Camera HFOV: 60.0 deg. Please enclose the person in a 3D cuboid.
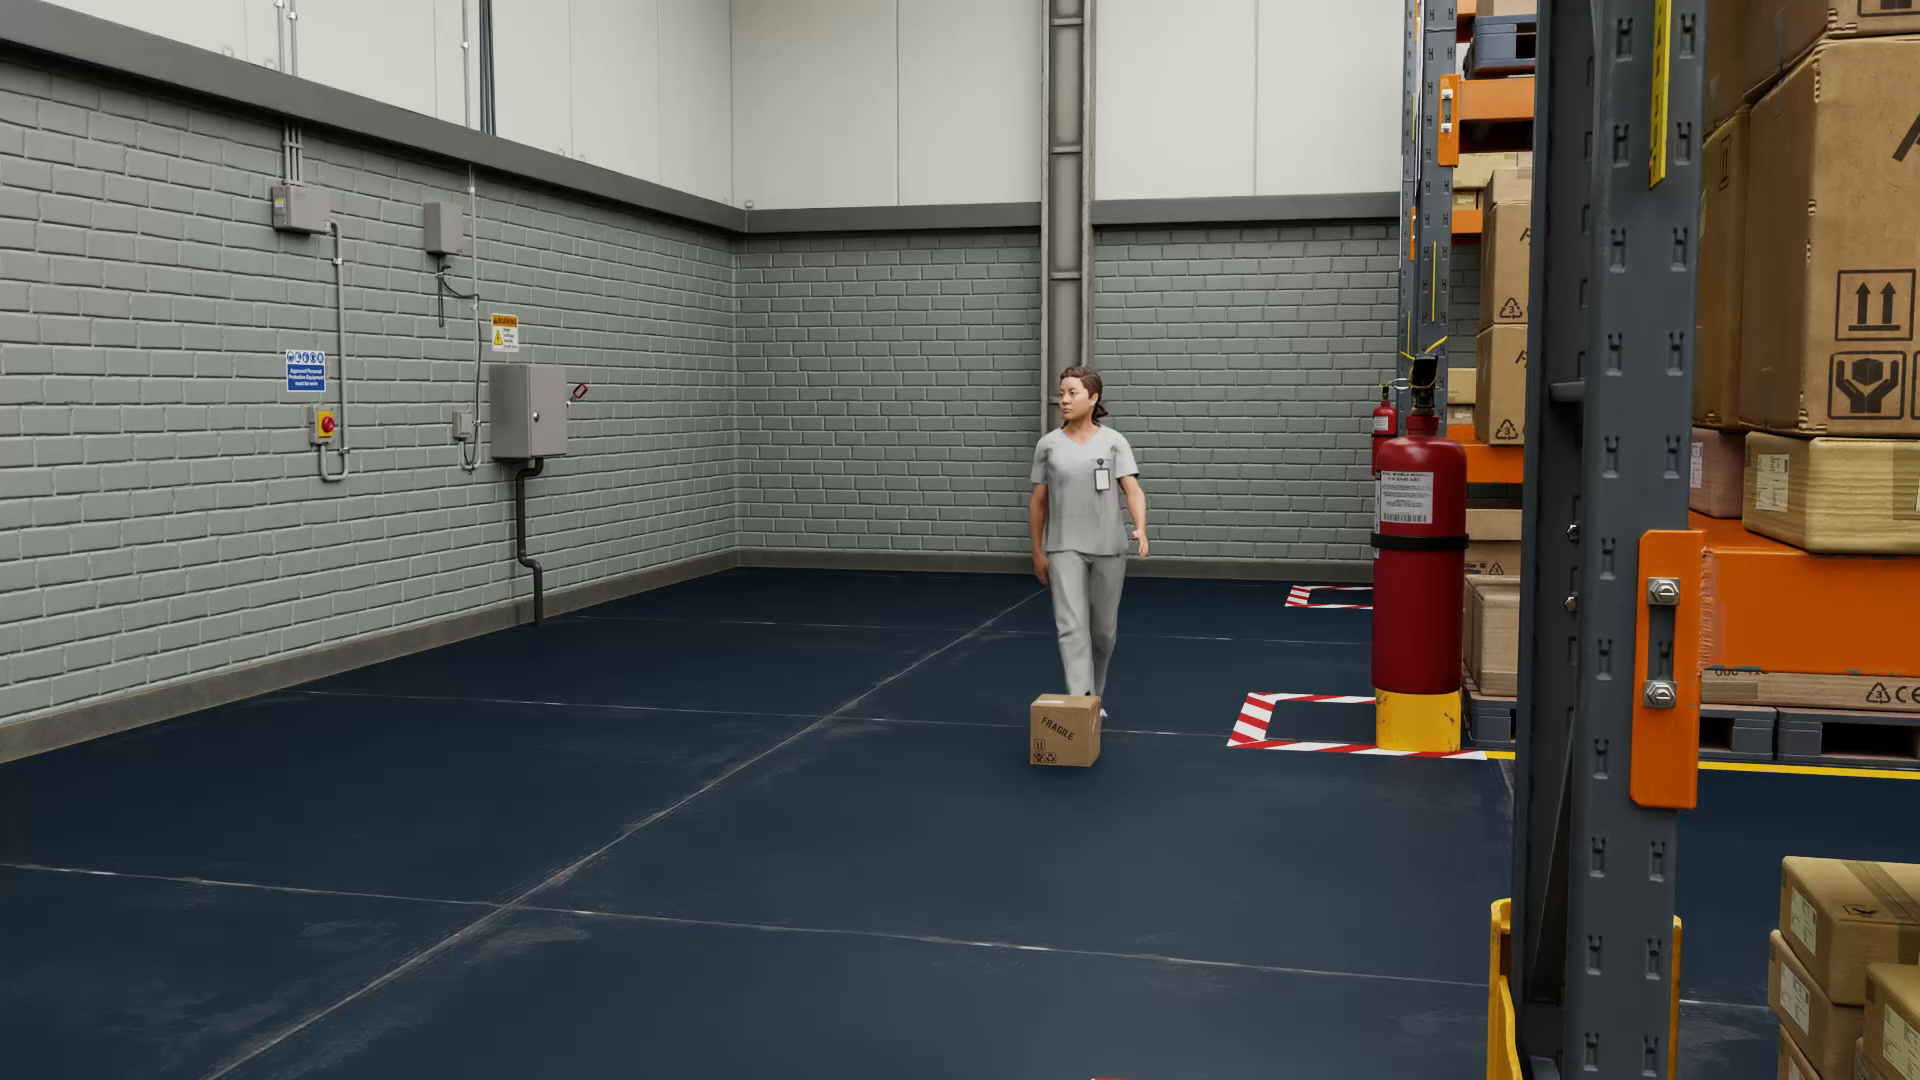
[{"bbox_3d":[0.554,0.058,7.199,0.498,1.618,0.946,0,5,1],"label":"person"}]
